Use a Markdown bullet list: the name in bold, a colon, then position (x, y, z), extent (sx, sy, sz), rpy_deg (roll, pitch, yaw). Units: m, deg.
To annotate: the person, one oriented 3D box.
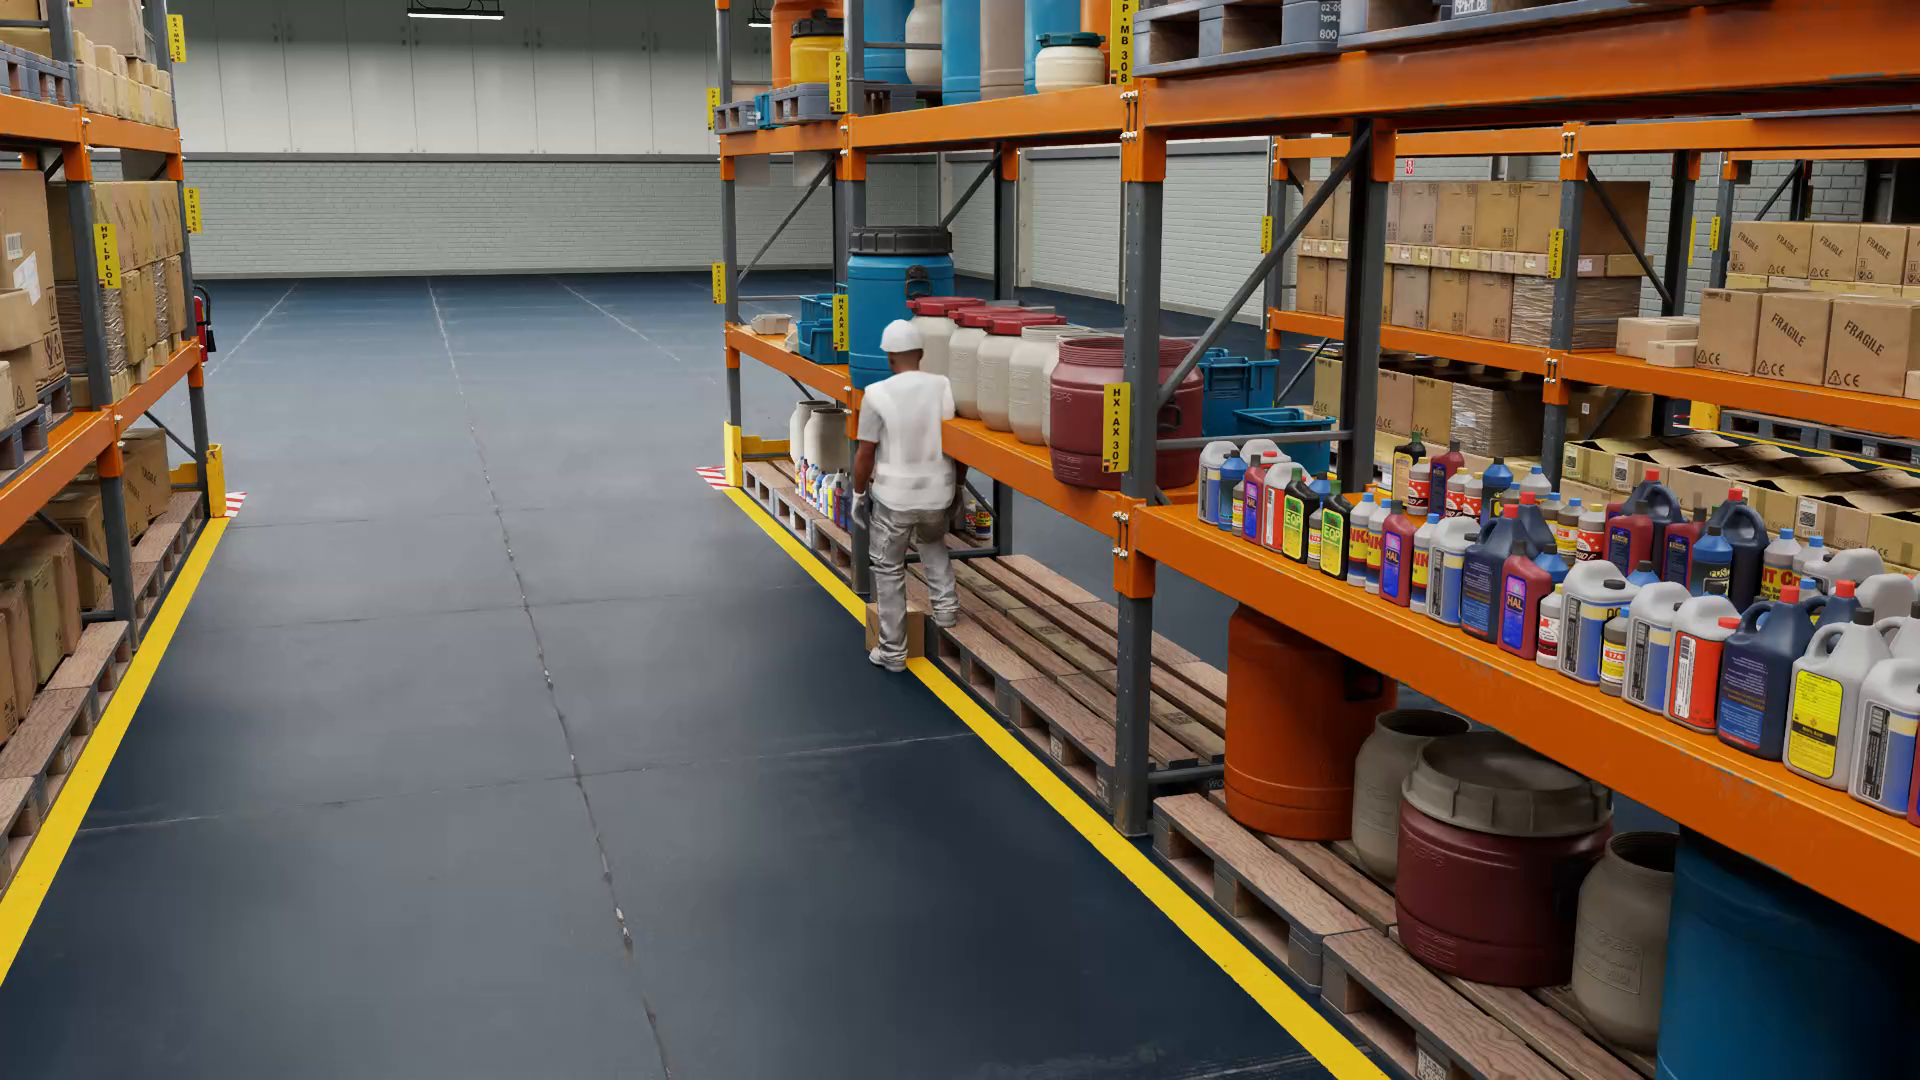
- **person**: position (-0.261, -0.229, 8.481), extent (0.620, 1.780, 0.519), rpy_deg (-5, 13, -20)
